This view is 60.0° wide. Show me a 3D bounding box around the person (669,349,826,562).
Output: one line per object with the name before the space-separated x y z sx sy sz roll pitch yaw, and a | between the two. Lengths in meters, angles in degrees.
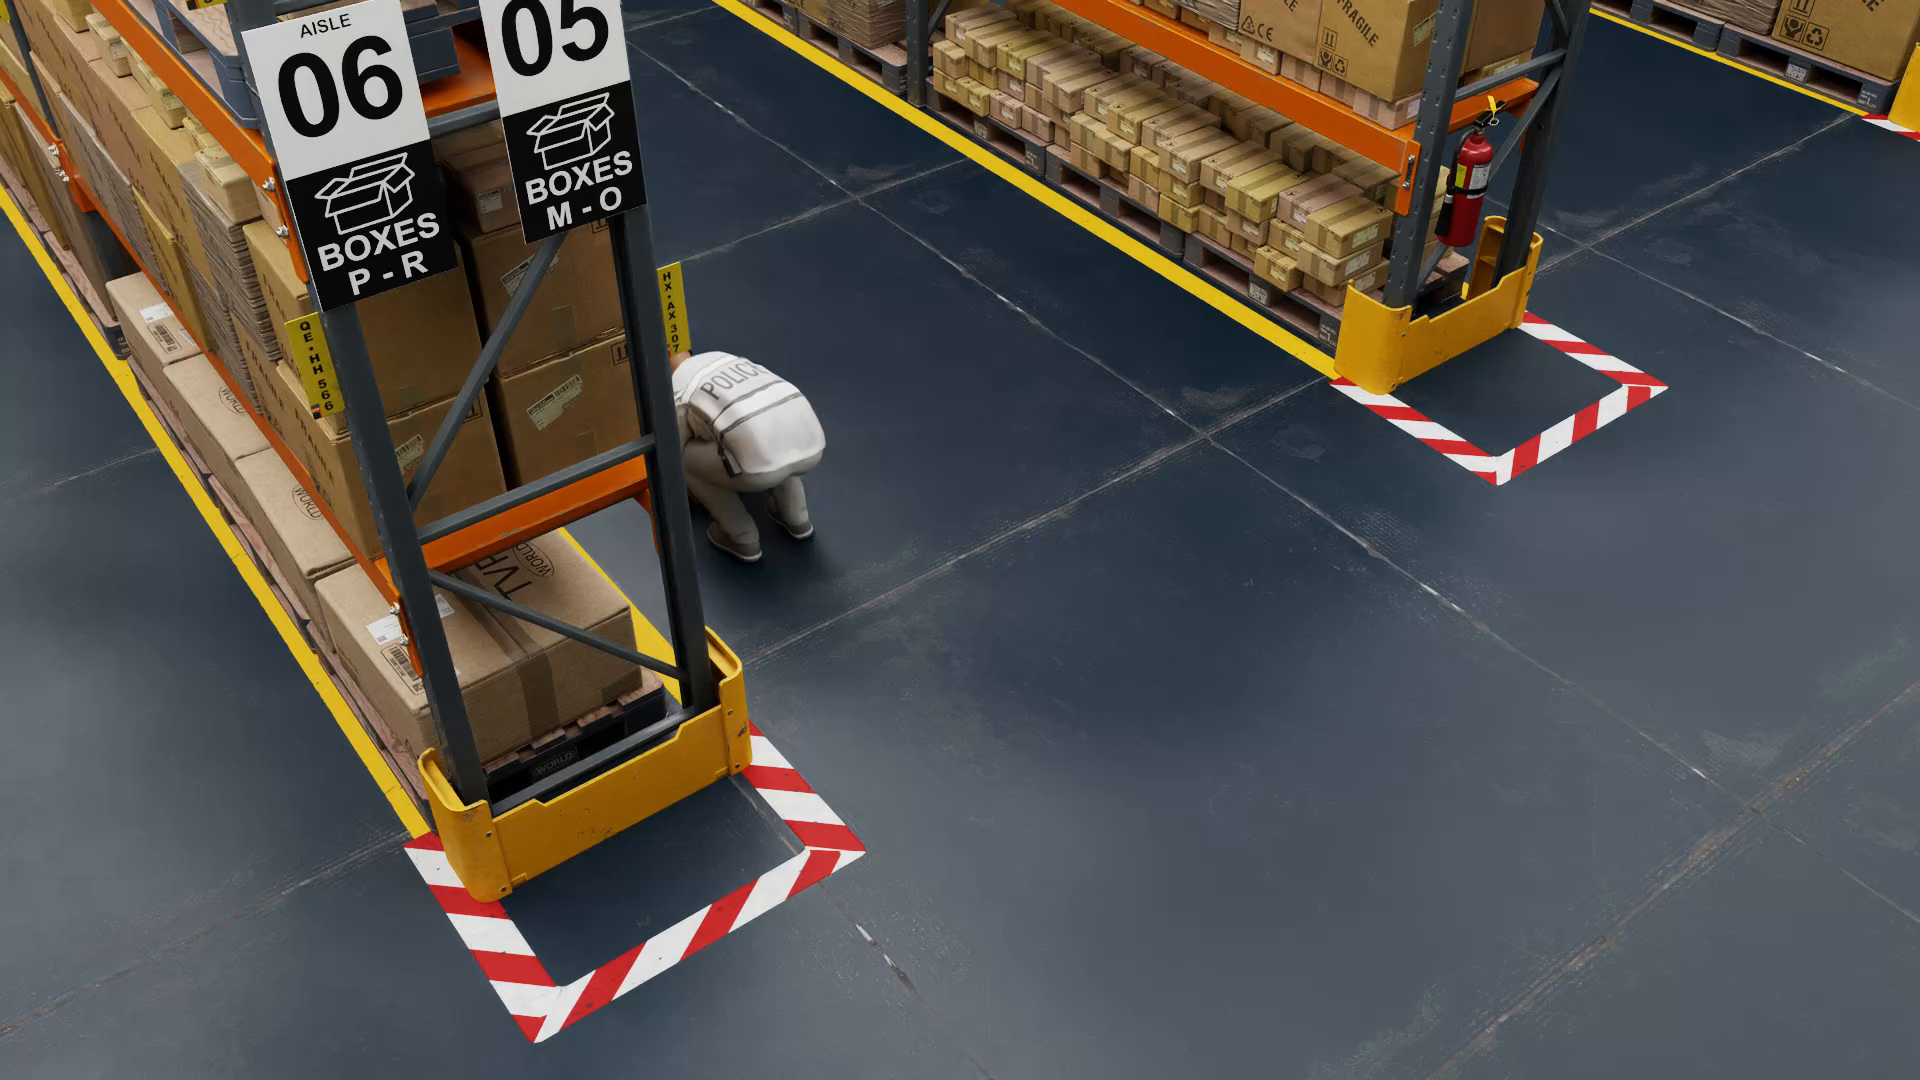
person | -1.014 -0.421 7.393 0.532 0.840 1.031 -28 47 -29
